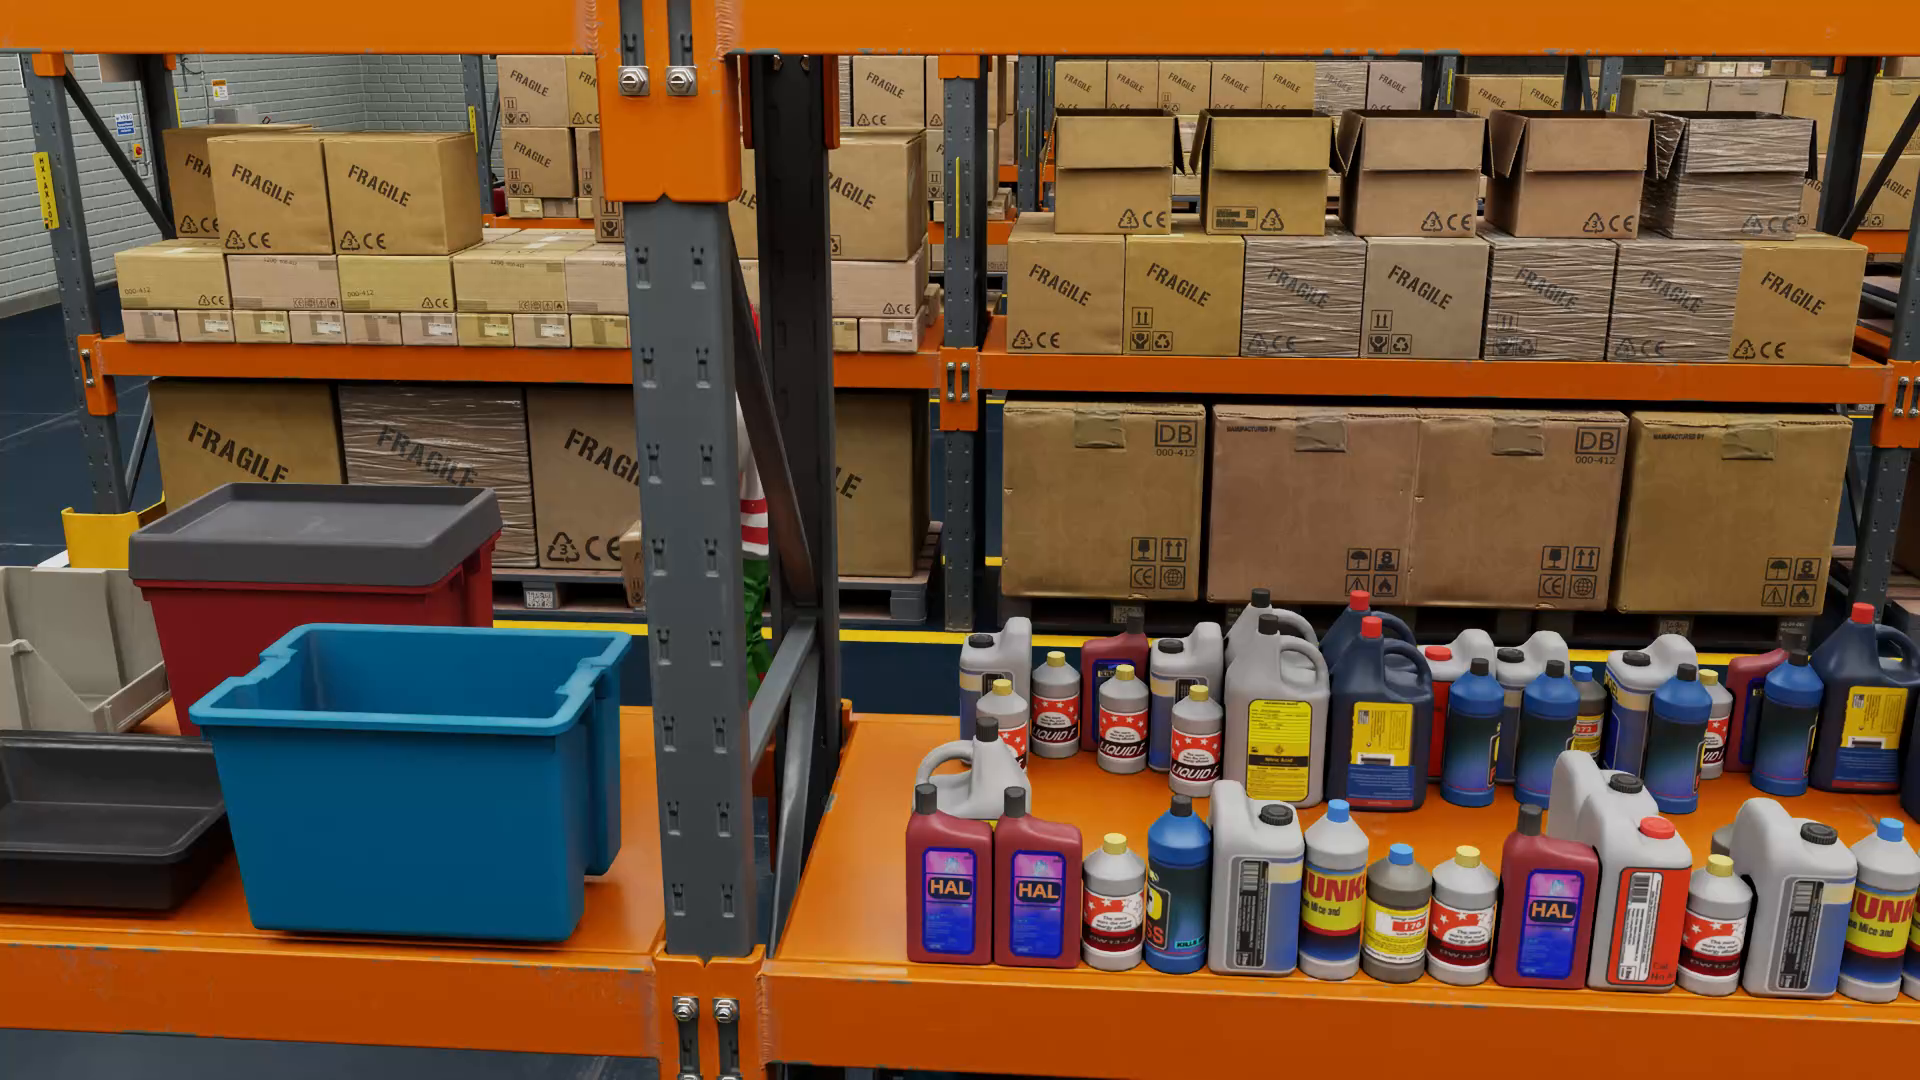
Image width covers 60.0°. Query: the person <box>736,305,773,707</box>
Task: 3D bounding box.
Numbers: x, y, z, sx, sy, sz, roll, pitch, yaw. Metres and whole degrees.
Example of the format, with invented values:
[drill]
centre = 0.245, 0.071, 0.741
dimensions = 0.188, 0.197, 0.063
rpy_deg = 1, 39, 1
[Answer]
[person]
centre = -0.836, 0.012, 5.969
dimensions = 0.462, 1.789, 0.535
rpy_deg = 1, 17, 3
